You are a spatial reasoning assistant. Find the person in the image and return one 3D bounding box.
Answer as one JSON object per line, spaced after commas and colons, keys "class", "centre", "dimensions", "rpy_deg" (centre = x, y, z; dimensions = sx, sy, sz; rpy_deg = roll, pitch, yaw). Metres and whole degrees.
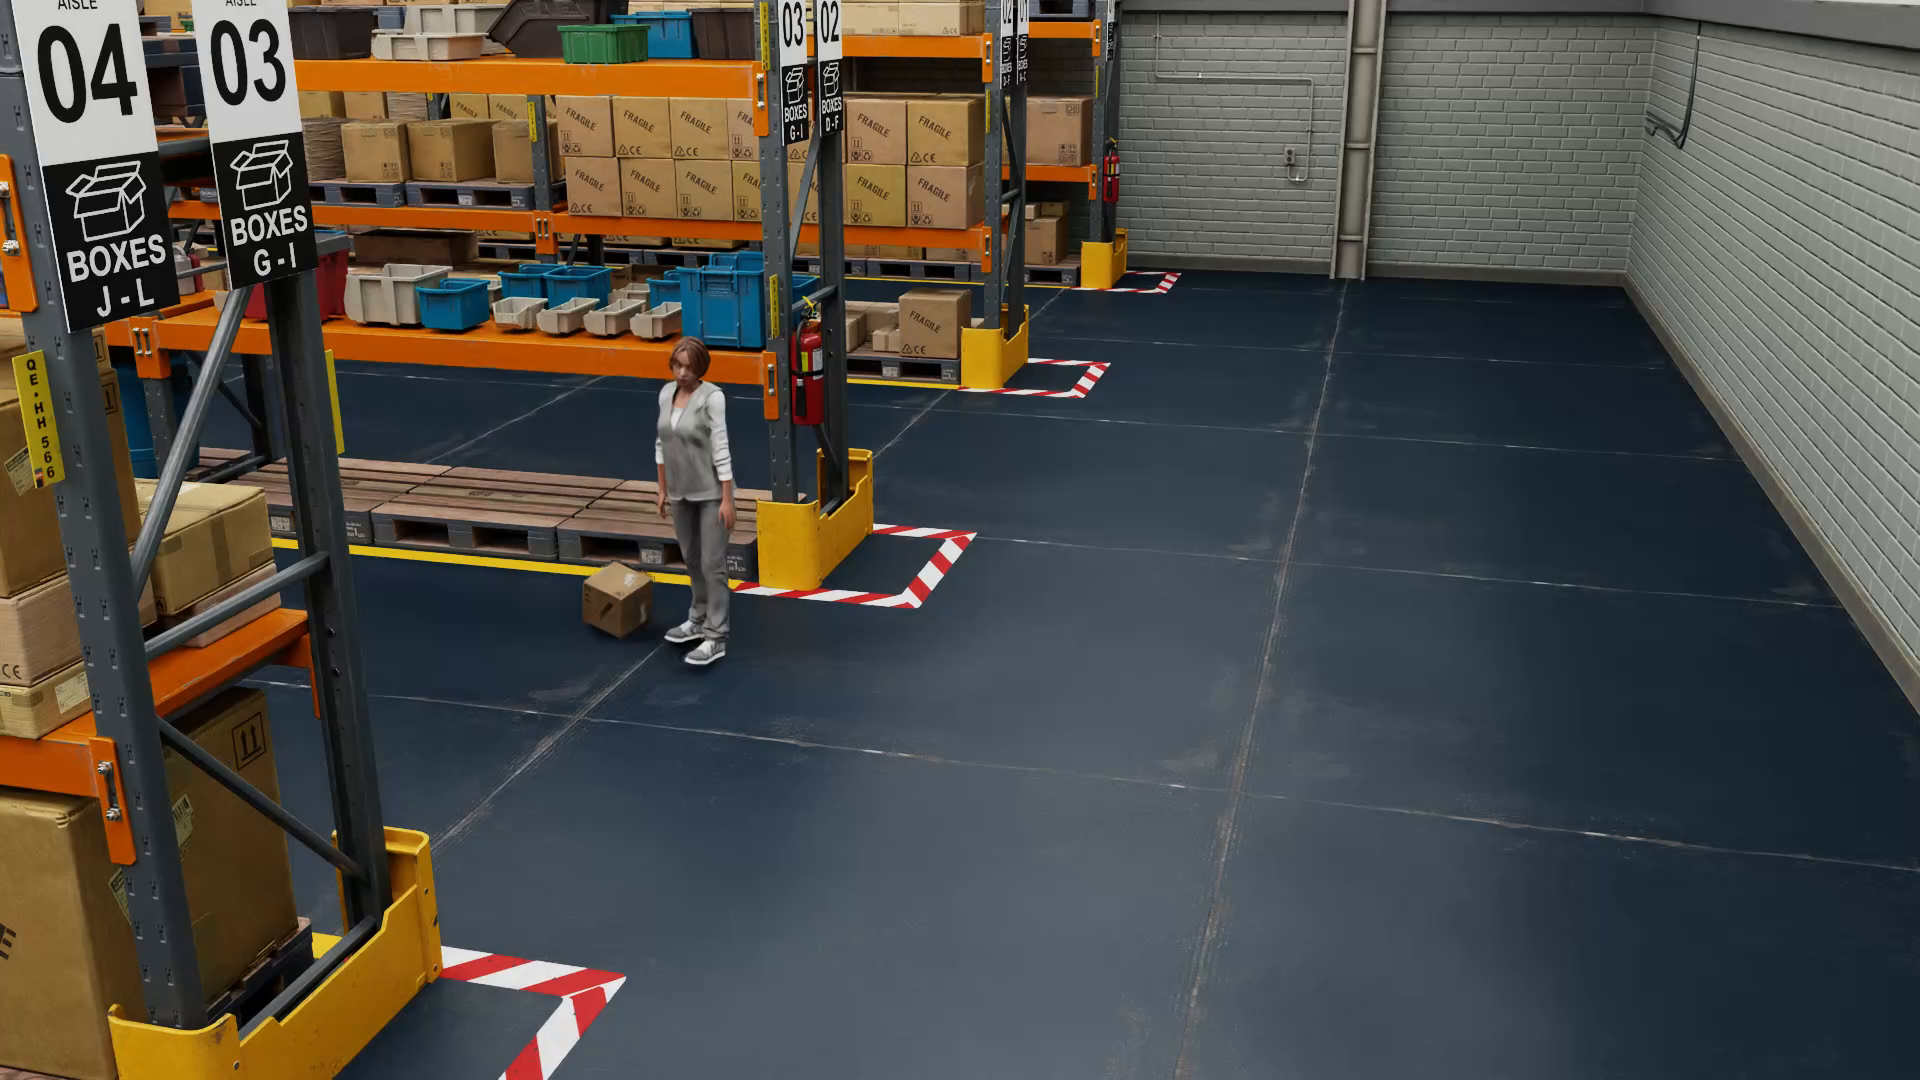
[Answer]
{"class": "person", "centre": [-1.302, -0.190, 8.090], "dimensions": [0.496, 1.583, 0.475], "rpy_deg": [11, 22, 31]}
